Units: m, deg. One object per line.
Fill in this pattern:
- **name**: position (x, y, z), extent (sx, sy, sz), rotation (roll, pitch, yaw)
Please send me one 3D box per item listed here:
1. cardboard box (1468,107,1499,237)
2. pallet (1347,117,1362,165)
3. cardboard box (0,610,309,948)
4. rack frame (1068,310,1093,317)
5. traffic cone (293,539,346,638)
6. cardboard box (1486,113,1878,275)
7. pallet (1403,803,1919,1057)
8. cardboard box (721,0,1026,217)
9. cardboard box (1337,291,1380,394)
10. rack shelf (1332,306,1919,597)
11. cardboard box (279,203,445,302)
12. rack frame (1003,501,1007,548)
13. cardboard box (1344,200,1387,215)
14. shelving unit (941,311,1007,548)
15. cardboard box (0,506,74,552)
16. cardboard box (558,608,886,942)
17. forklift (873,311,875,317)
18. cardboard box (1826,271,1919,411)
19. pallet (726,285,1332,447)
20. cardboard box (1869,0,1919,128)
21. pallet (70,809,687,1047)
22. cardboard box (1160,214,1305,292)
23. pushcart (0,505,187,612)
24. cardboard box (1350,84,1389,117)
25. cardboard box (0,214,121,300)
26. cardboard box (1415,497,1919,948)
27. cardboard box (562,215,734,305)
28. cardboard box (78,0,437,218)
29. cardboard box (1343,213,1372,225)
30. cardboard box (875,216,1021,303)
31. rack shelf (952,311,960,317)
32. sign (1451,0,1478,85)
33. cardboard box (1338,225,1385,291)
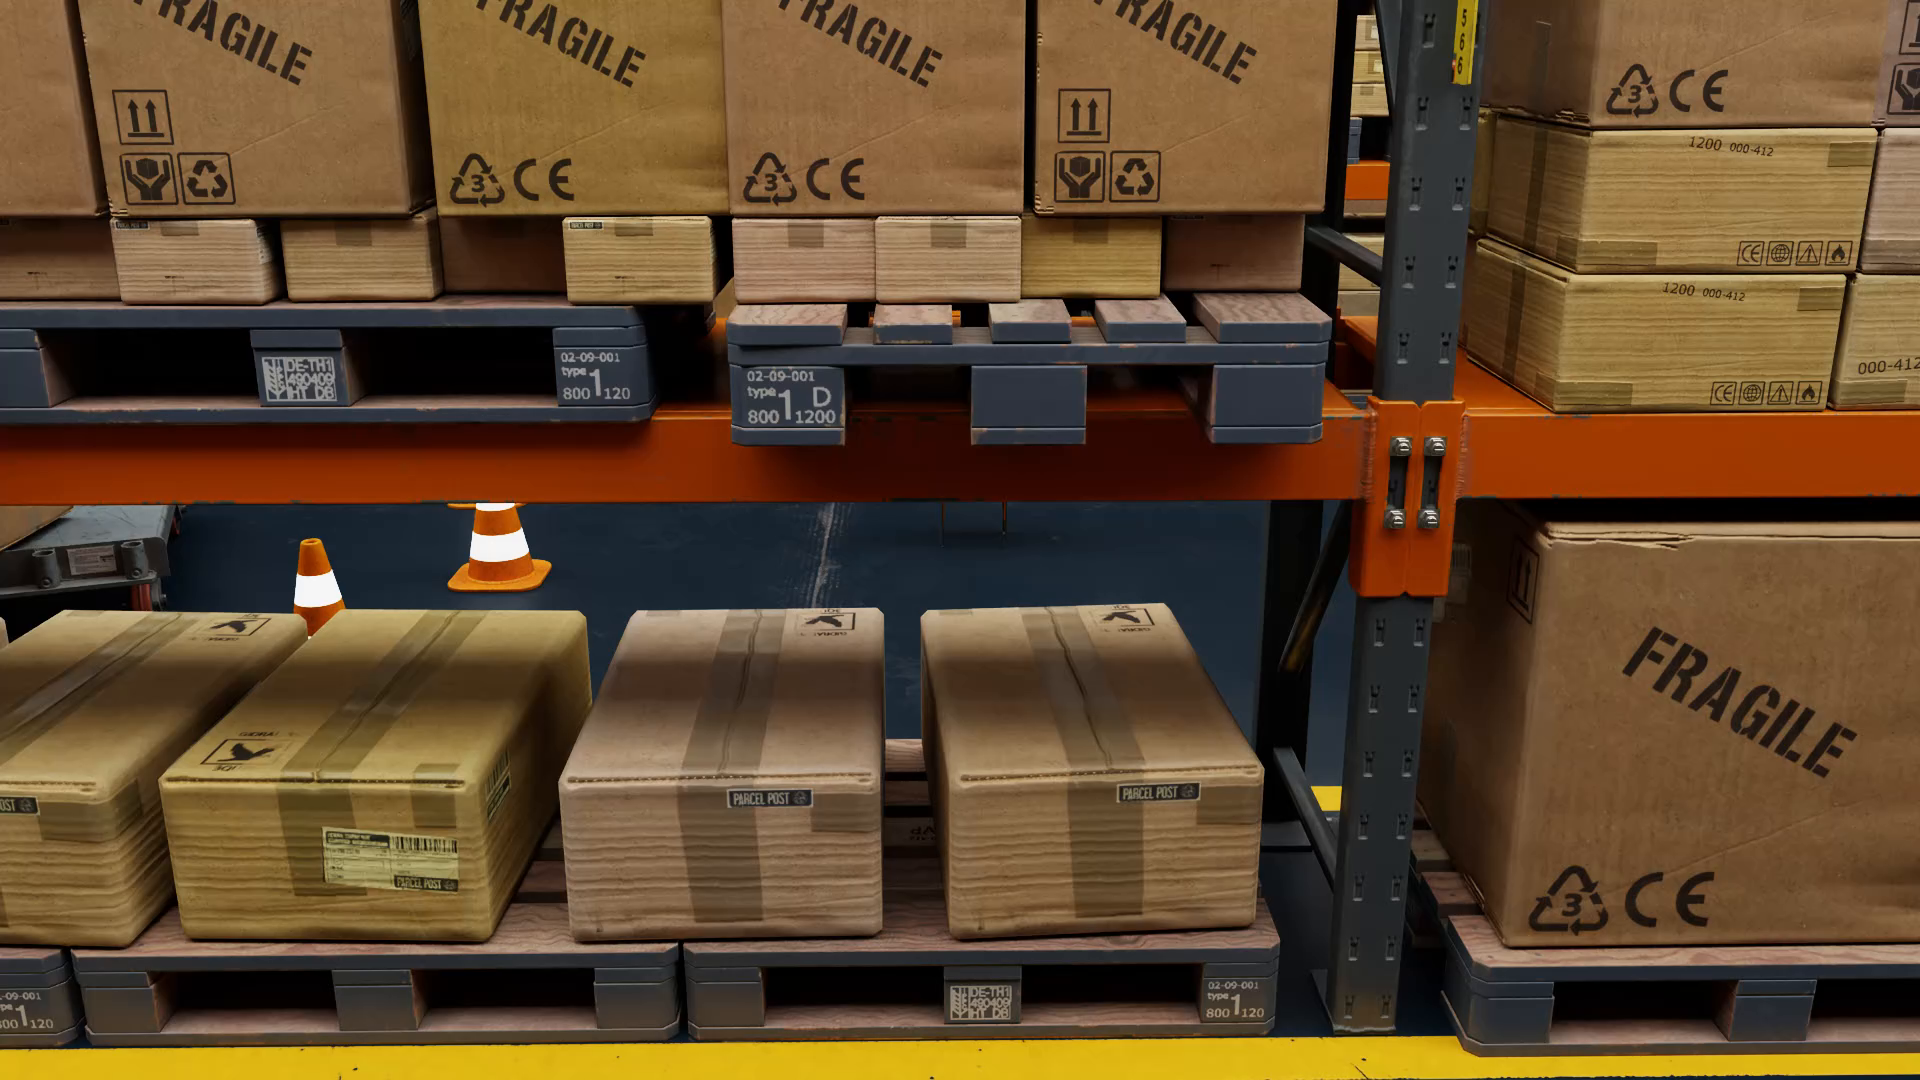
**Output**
- **cardboard box**: position (1.298, -0.816, 3.607), extent (0.500, 0.250, 0.500), rotation (0, 18, -1)
- **pallet**: position (1.349, -2.025, 8.264), extent (1.003, 0.211, 1.213), rotation (0, 18, -1)
- **cardboard box**: position (-1.939, 0.494, 3.713), extent (0.625, 0.372, 0.950), rotation (1, 18, 3)
- **rack frame**: position (0.639, -2.080, 8.122), extent (0.127, 3.000, 1.000), rotation (0, 18, -1)
- **traffic cone**: position (-1.964, 0.225, 5.090), extent (0.334, 0.463, 0.336), rotation (0, 18, -1)
- **cardboard box**: position (1.328, -0.663, 3.130), extent (0.500, 0.250, 0.500), rotation (0, 18, -1)
- **pallet**: position (1.607, 0.778, 3.777), extent (1.213, 0.211, 1.003), rotation (0, 18, -1)
- **cardboard box**: position (-0.149, -0.865, 2.997), extent (0.500, 0.500, 0.500), rotation (-1, 18, -2)
- **cardboard box**: position (1.852, -1.019, 8.219), extent (0.500, 0.500, 0.500), rotation (0, 18, 0)
- **rack shelf**: position (2.817, -0.236, 3.551), extent (4.000, 0.370, 1.077), rotation (0, 18, -1)
- **cardboard box**: position (-1.054, -0.544, 3.058), extent (0.250, 0.149, 0.380), rotation (-1, 18, -3)
- **rack frame**: position (0.175, -0.501, 6.390), extent (0.008, 1.050, 0.200), rotation (0, 18, -1)
- **cardboard box**: position (3.128, -2.790, 13.124), extent (0.875, 0.875, 1.225), rotation (-1, 18, -3)
- **shelving unit**: position (0.053, -0.500, 6.388), extent (0.252, 1.050, 0.215), rotation (0, 18, -1)
- **cardboard box**: position (-3.240, -0.264, 5.311), extent (0.500, 0.500, 0.500), rotation (0, 18, -1)
- **cardboard box**: position (-0.485, 0.488, 3.731), extent (0.625, 0.372, 0.950), rotation (-1, 18, -2)
- **forklift**: position (-0.744, -2.826, 10.559), extent (3.031, 2.935, 1.130), rotation (0, 18, 0)
- **cardboard box**: position (1.824, -0.431, 3.226), extent (0.500, 0.250, 0.500), rotation (-1, 18, -2)
- **pallet**: position (0.107, -0.442, 3.328), extent (1.003, 0.211, 1.213), rotation (0, 18, -1)
- **cardboard box**: position (1.811, -1.026, 3.034), extent (0.500, 0.500, 0.500), rotation (0, 18, -1)
- **pallet**: position (-1.180, 0.767, 3.811), extent (1.213, 0.211, 1.003), rotation (0, 18, -1)
- **cardboard box**: position (0.494, -0.576, 3.156), extent (0.250, 0.149, 0.380), rotation (0, 18, 1)
- **pushcart**: position (-3.268, 0.003, 5.922), extent (0.936, 0.377, 1.648), rotation (-7, 19, -20)
- **cardboard box**: position (1.897, -2.106, 7.925), extent (0.250, 0.149, 0.380), rotation (1, 18, 2)
- **cardboard box**: position (-1.587, -0.549, 3.071), extent (0.250, 0.149, 0.380), rotation (0, 18, 0)
- **cardboard box**: position (1.510, 0.265, 3.603), extent (0.875, 0.875, 0.875), rotation (0, 18, -1)
- **cardboard box**: position (-0.551, -0.533, 3.023), extent (0.250, 0.149, 0.380), rotation (0, 18, 0)
- **cardboard box**: position (-1.200, -0.860, 2.981), extent (0.500, 0.500, 0.500), rotation (-1, 18, -3)
- **cardboard box**: position (1.823, -1.536, 8.603), extent (0.500, 0.250, 0.500), rotation (0, 18, 0)
- **cardboard box**: position (-0.024, -0.538, 3.037), extent (0.250, 0.149, 0.380), rotation (0, 18, -1)
- **rack shelf**: position (0.053, -0.760, 6.305), extent (0.240, 0.259, 0.215), rotation (0, 18, -1)
- **sign**: position (0.836, -0.917, 2.730), extent (0.005, 0.325, 0.100), rotation (0, 18, -1)
- **cardboard box**: position (1.839, -1.379, 8.113), extent (0.500, 0.250, 0.500), rotation (0, 18, -2)
